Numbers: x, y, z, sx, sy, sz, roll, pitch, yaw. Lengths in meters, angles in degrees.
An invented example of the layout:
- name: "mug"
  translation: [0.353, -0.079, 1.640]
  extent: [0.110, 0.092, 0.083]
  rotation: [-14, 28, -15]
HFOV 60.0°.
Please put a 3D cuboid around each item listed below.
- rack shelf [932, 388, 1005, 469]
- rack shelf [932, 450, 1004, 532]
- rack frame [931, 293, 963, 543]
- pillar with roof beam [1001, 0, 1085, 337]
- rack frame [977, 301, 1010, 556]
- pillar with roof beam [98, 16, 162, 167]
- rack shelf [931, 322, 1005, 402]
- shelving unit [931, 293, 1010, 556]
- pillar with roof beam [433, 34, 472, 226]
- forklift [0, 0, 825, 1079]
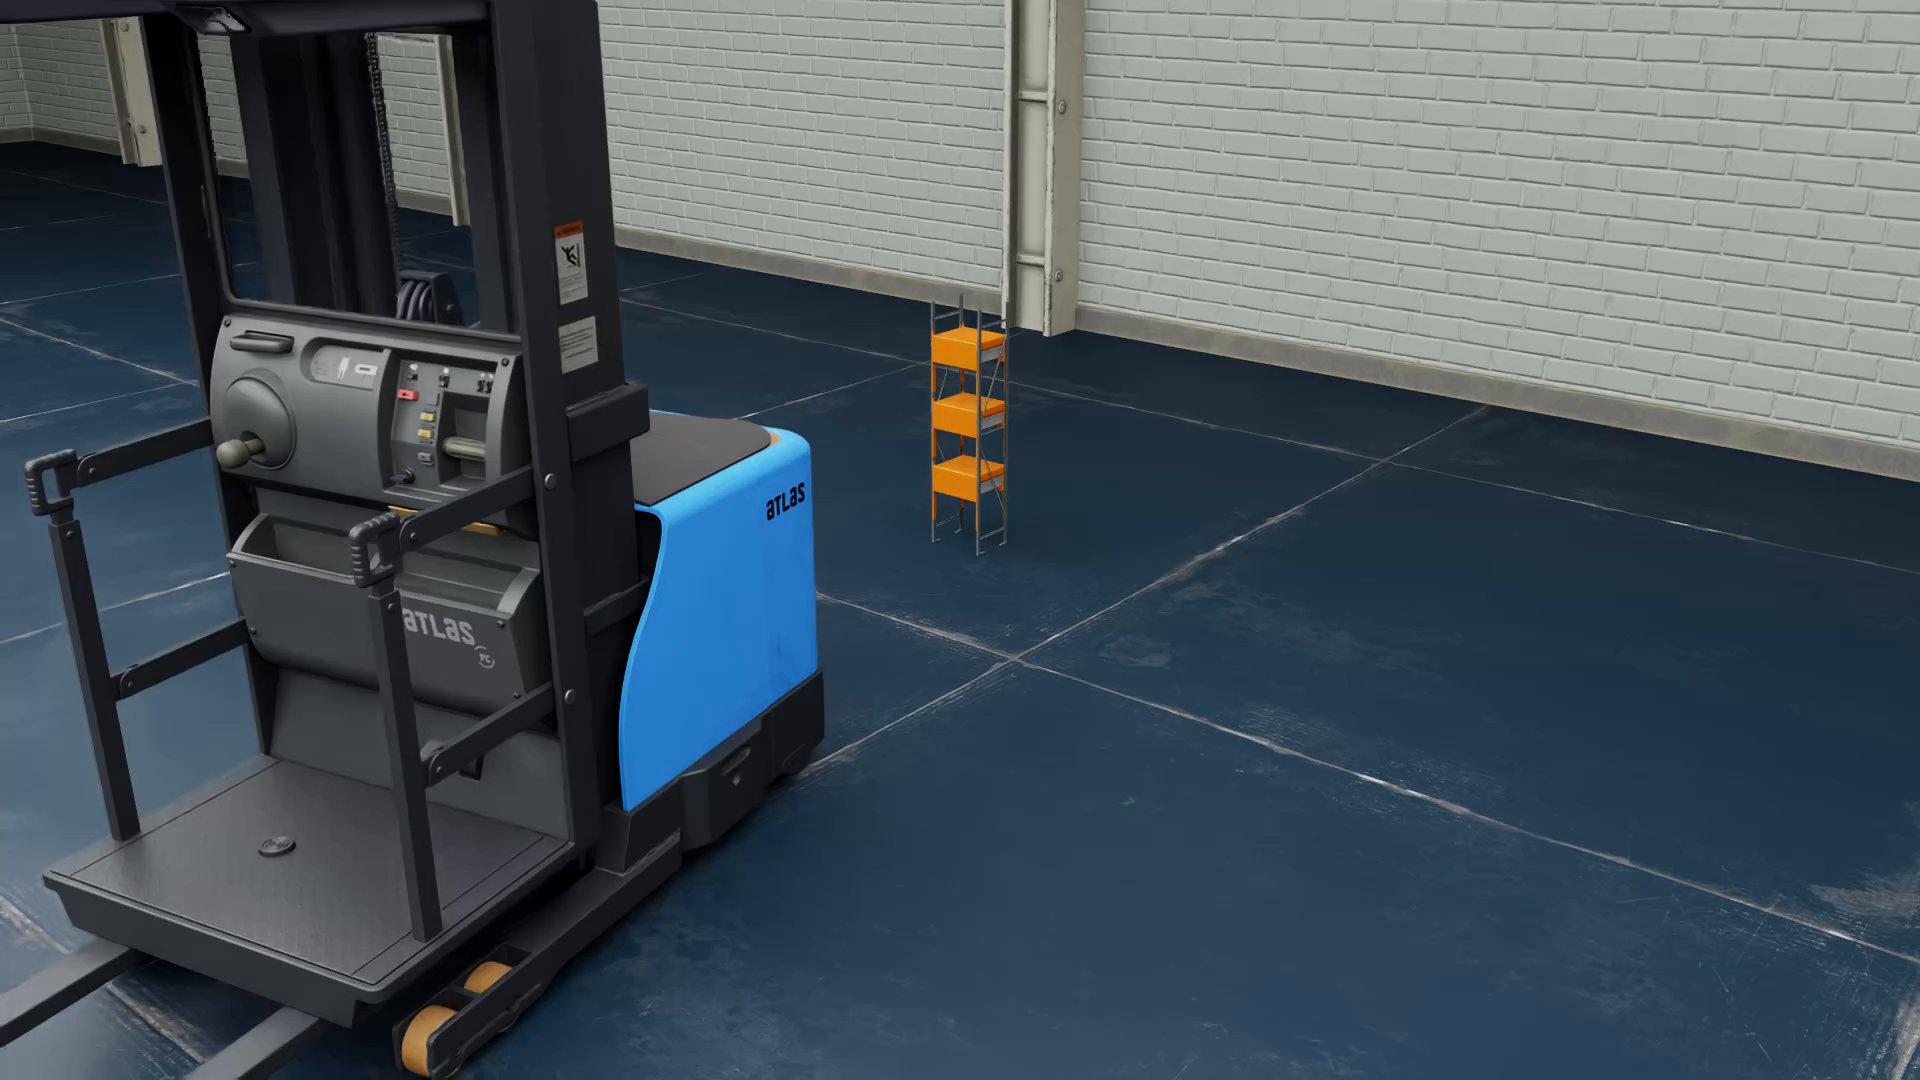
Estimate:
- name: "rack shelf"
  translation: [0.041, -0.469, 6.955]
  extent: [0.240, 0.259, 0.215]
  rotation: [16, 26, 36]
- name: "rack shelf"
  translation: [0.041, -0.209, 7.053]
  extent: [0.240, 0.259, 0.215]
  rotation: [16, 26, 36]
- name: "rack frame"
  translation: [-0.053, -0.507, 7.023]
  extent: [0.008, 1.050, 0.200]
  rotation: [16, 26, 36]
- name: "pillar with roof beam"
  translation: [-2.206, -4.416, 6.126]
  extent: [0.400, 9.000, 9.100]
  rotation: [16, 26, 36]
- name: "rack frame"
  translation: [0.136, -0.452, 6.879]
  extent: [0.008, 1.050, 0.200]
  rotation: [16, 26, 36]
- name: "pillar with roof beam"
  translation: [-11.503, -7.093, 13.225]
  extent: [0.400, 9.000, 9.100]
  rotation: [16, 26, 36]
- name: "rack shelf"
  translation: [0.041, -0.735, 6.855]
  extent: [0.240, 0.259, 0.215]
  rotation: [16, 26, 36]
- name: "shelving unit"
  translation: [0.041, -0.479, 6.951]
  extent: [0.252, 1.050, 0.215]
  rotation: [16, 26, 36]
- name: "pillar with roof beam"
  translation: [-6.854, -5.755, 9.675]
  extent: [0.400, 9.000, 9.100]
  rotation: [16, 26, 36]
- name: "forklift"
  translation: [-1.533, -0.298, 3.806]
  extent: [1.130, 2.935, 3.031]
  rotation: [10, 23, 24]
